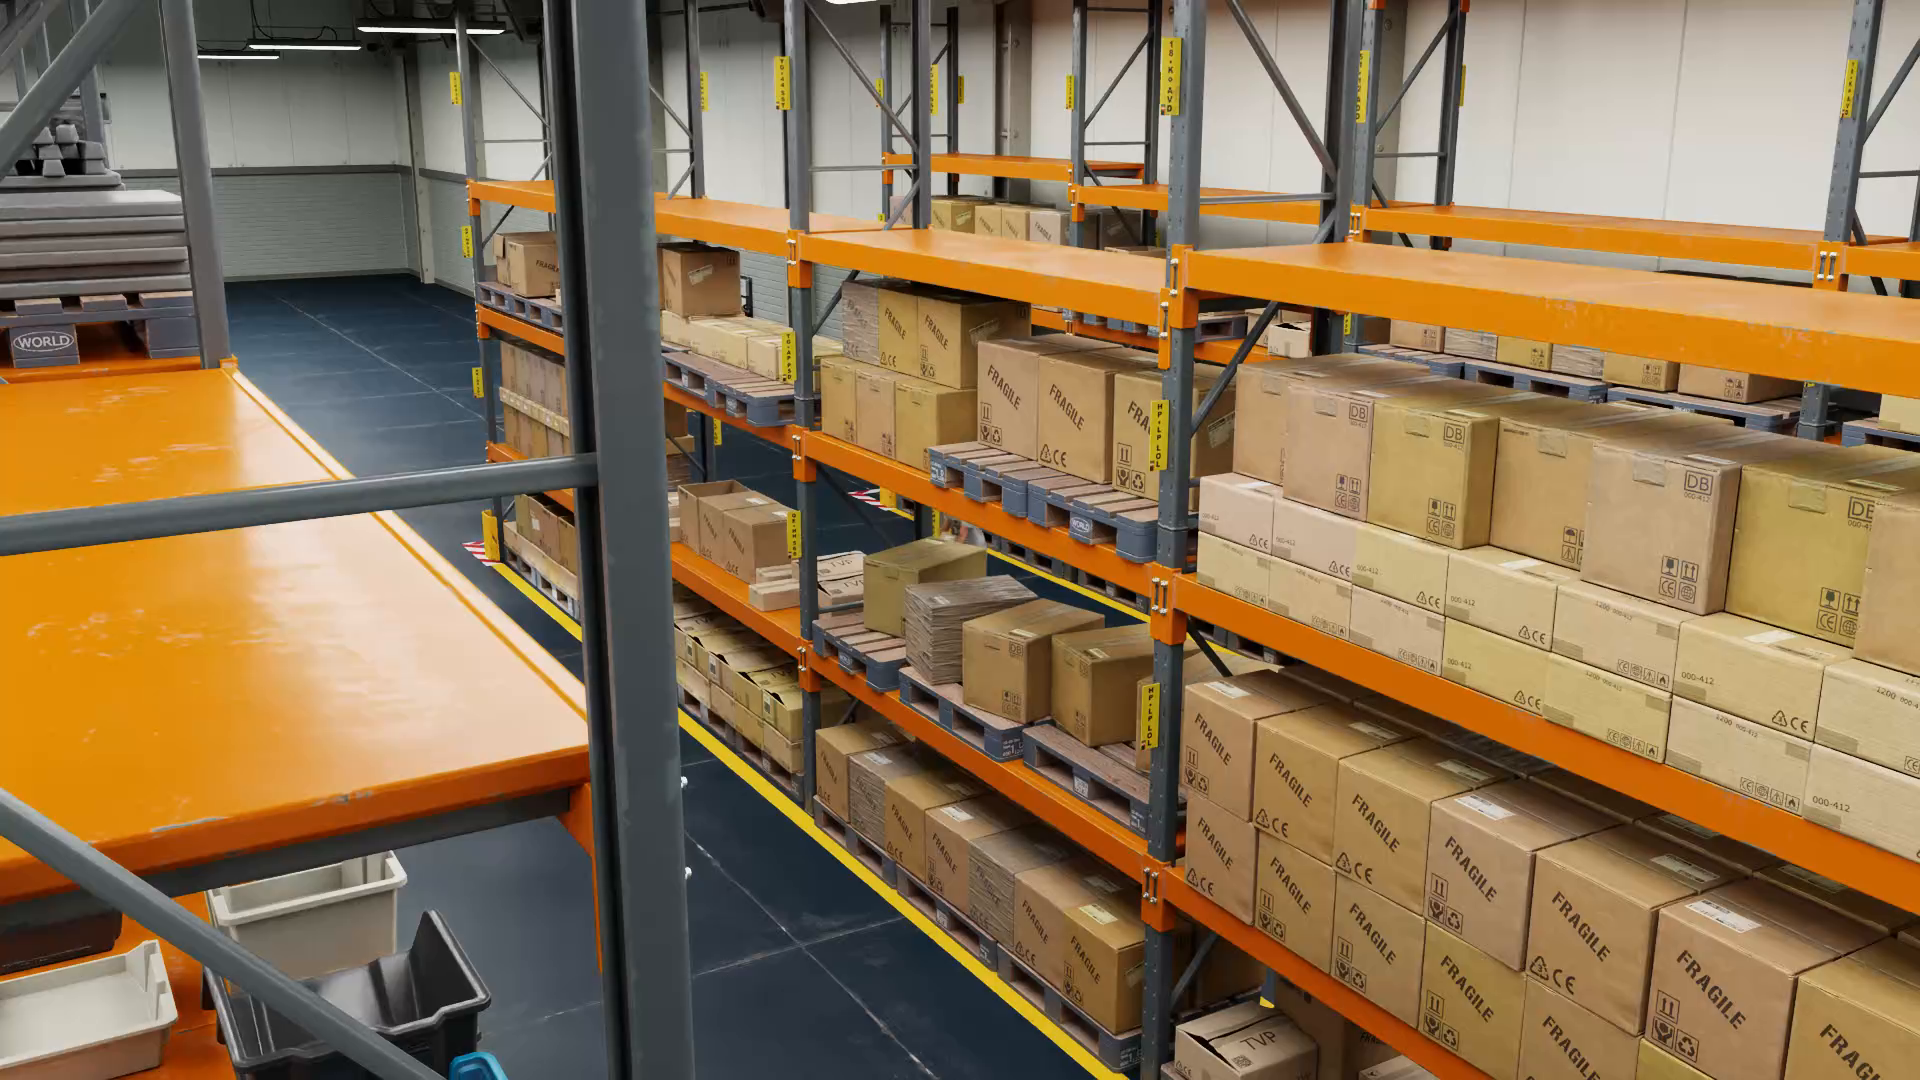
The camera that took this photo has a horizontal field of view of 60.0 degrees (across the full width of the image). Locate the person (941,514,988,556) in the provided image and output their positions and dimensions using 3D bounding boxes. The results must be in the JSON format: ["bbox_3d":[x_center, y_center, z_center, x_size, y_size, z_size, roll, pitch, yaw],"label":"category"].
[{"bbox_3d":[-0.006,0.156,15.480,0.521,1.658,0.409,-9,17,-31],"label":"person"}]
